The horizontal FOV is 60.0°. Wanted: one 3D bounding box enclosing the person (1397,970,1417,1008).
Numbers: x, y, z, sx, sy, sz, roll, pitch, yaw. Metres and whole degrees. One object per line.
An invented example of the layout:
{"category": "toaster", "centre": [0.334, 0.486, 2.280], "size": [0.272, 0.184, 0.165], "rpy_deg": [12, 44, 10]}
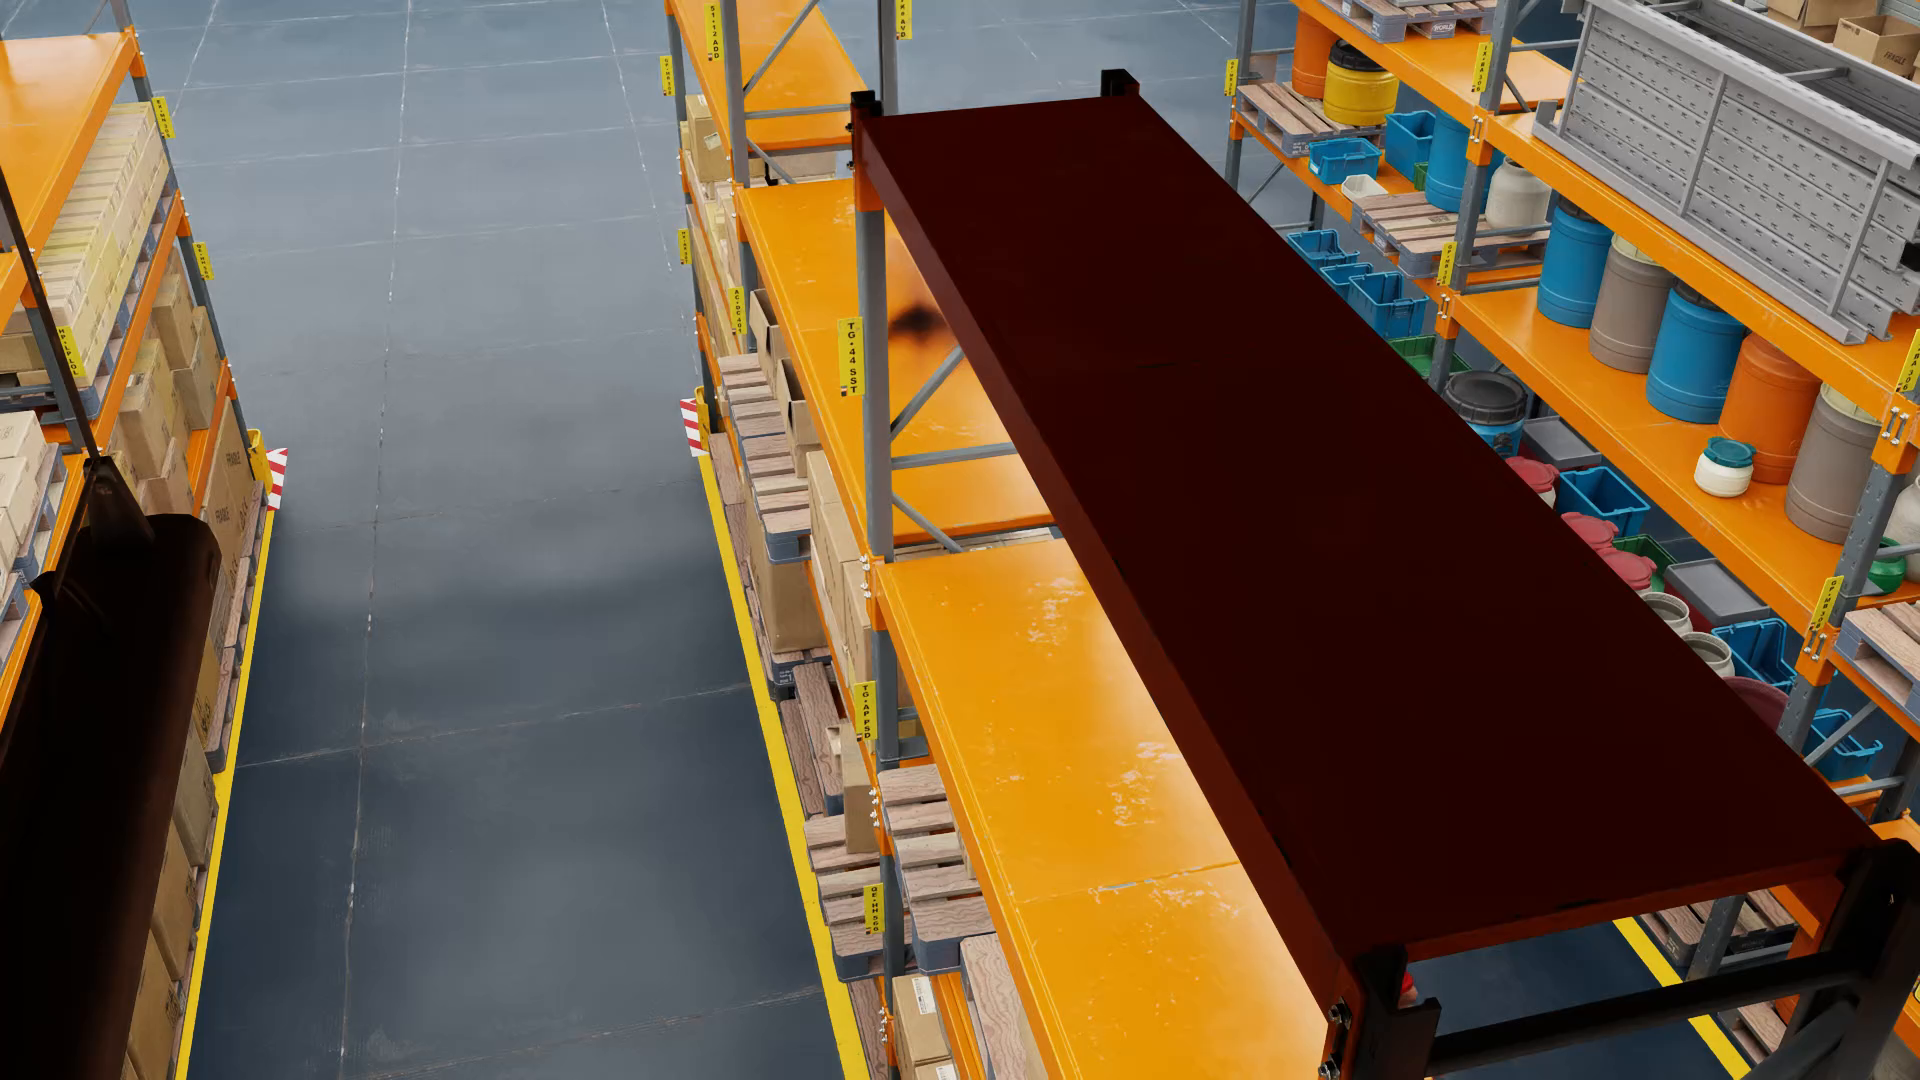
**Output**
{"category": "person", "centre": [1.880, 2.512, 8.499], "size": [0.648, 1.810, 0.712], "rpy_deg": [-9, 35, -13]}
